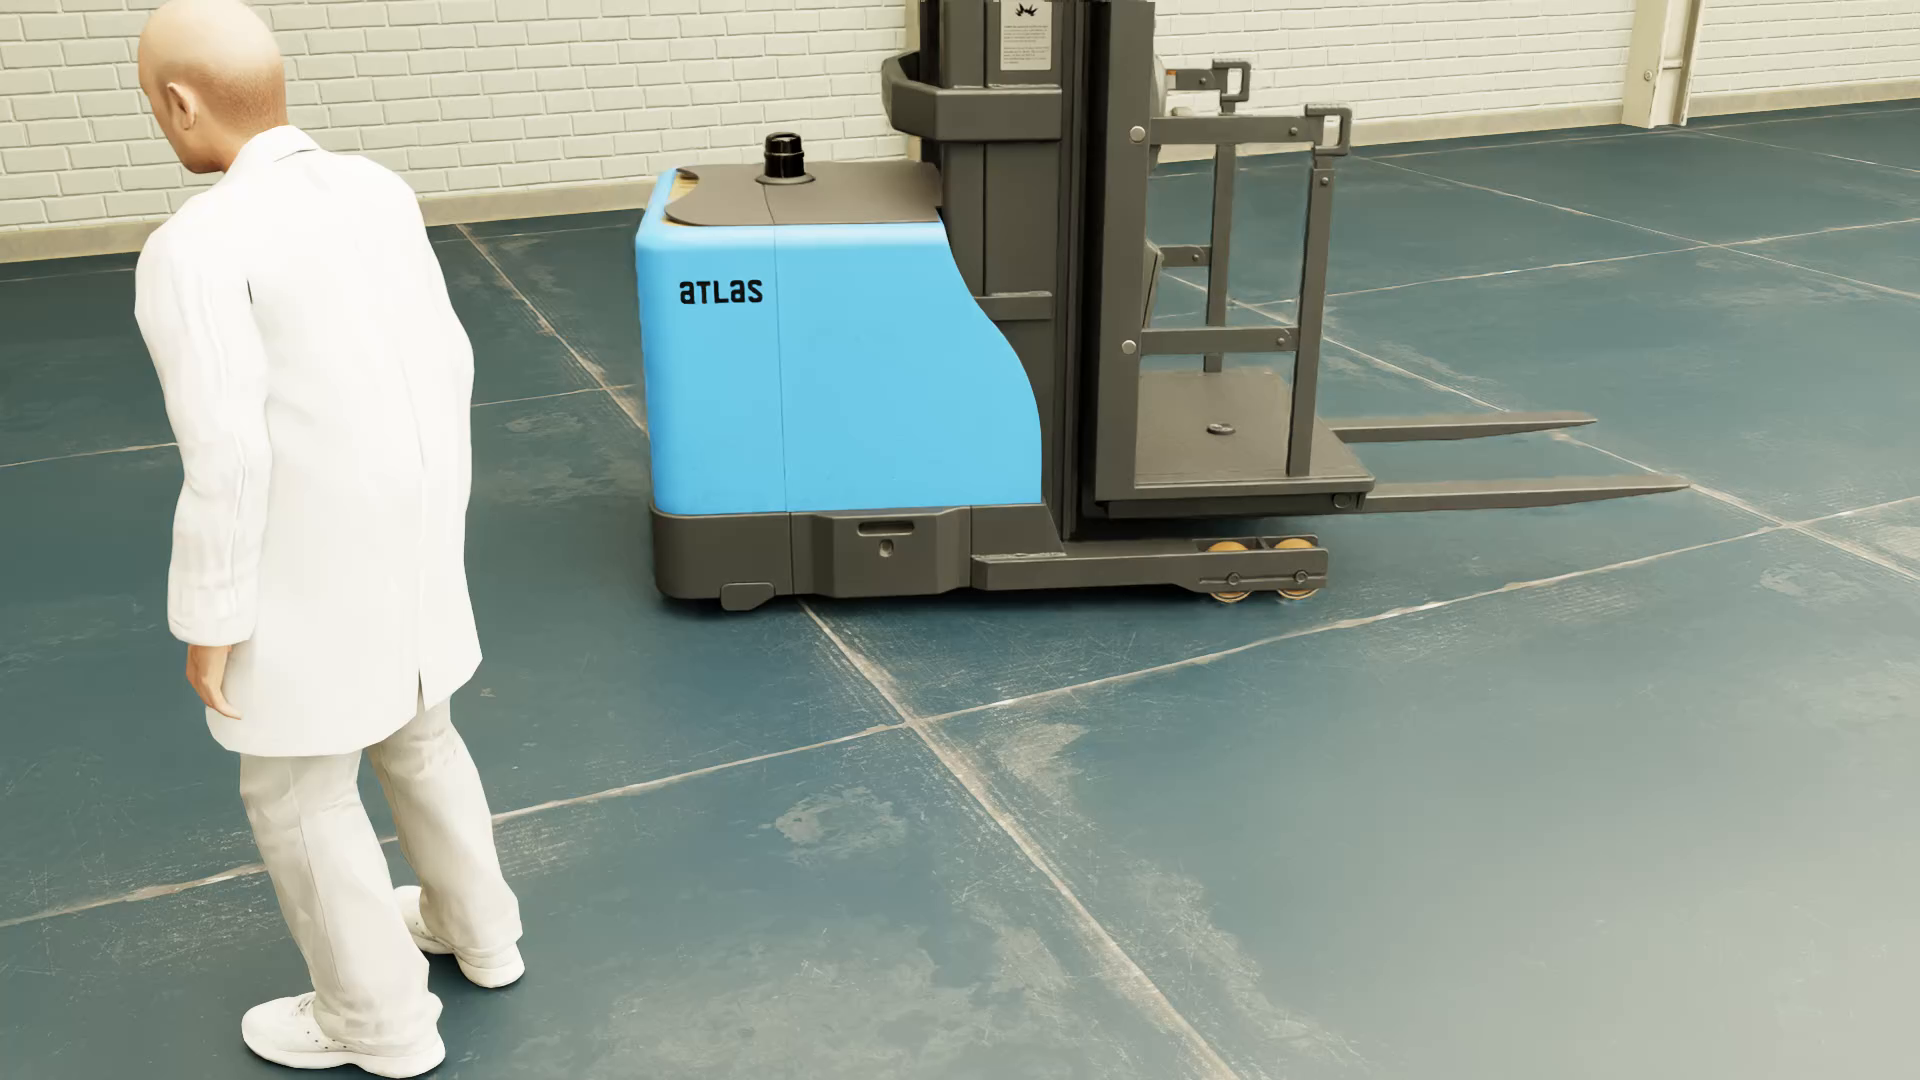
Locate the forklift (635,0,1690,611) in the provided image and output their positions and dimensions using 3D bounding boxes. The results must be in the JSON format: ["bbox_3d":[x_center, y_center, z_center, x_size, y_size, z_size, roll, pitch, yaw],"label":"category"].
[{"bbox_3d":[0.621,-1.380,4.607,3.031,2.935,1.130,-2,23,-5],"label":"forklift"}]

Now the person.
[{"bbox_3d":[-1.016,0.046,2.686,0.429,1.772,0.644,8,24,19],"label":"person"}]
